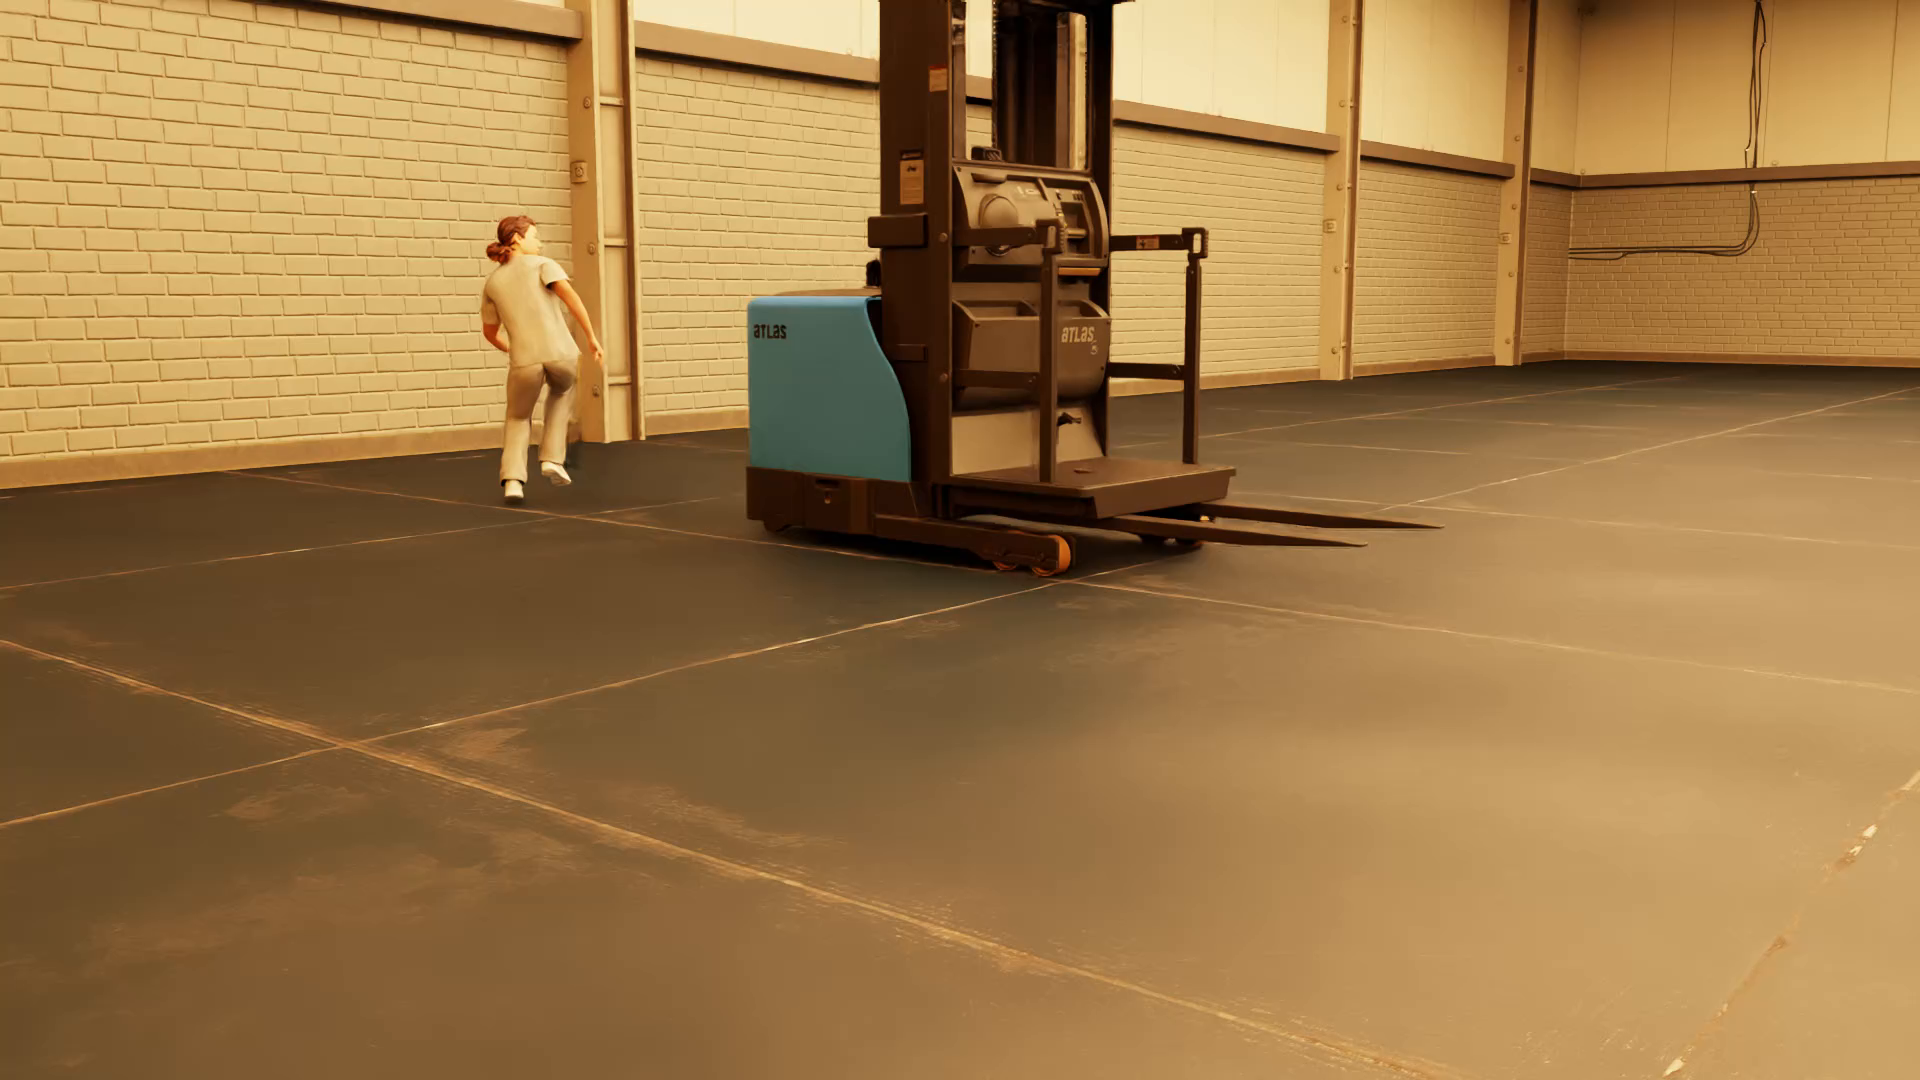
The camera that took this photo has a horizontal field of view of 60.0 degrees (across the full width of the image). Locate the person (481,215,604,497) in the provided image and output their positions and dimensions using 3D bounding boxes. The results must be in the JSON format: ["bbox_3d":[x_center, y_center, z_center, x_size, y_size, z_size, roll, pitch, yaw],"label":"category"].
[{"bbox_3d":[-2.181,-0.969,8.785,0.665,1.469,0.704,-1,8,-5],"label":"person"}]

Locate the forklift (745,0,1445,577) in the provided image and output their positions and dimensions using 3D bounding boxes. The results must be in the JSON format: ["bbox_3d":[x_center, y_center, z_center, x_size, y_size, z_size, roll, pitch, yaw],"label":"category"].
[{"bbox_3d":[0.464,-1.393,6.799,3.031,2.935,1.130,7,11,41],"label":"forklift"}]
